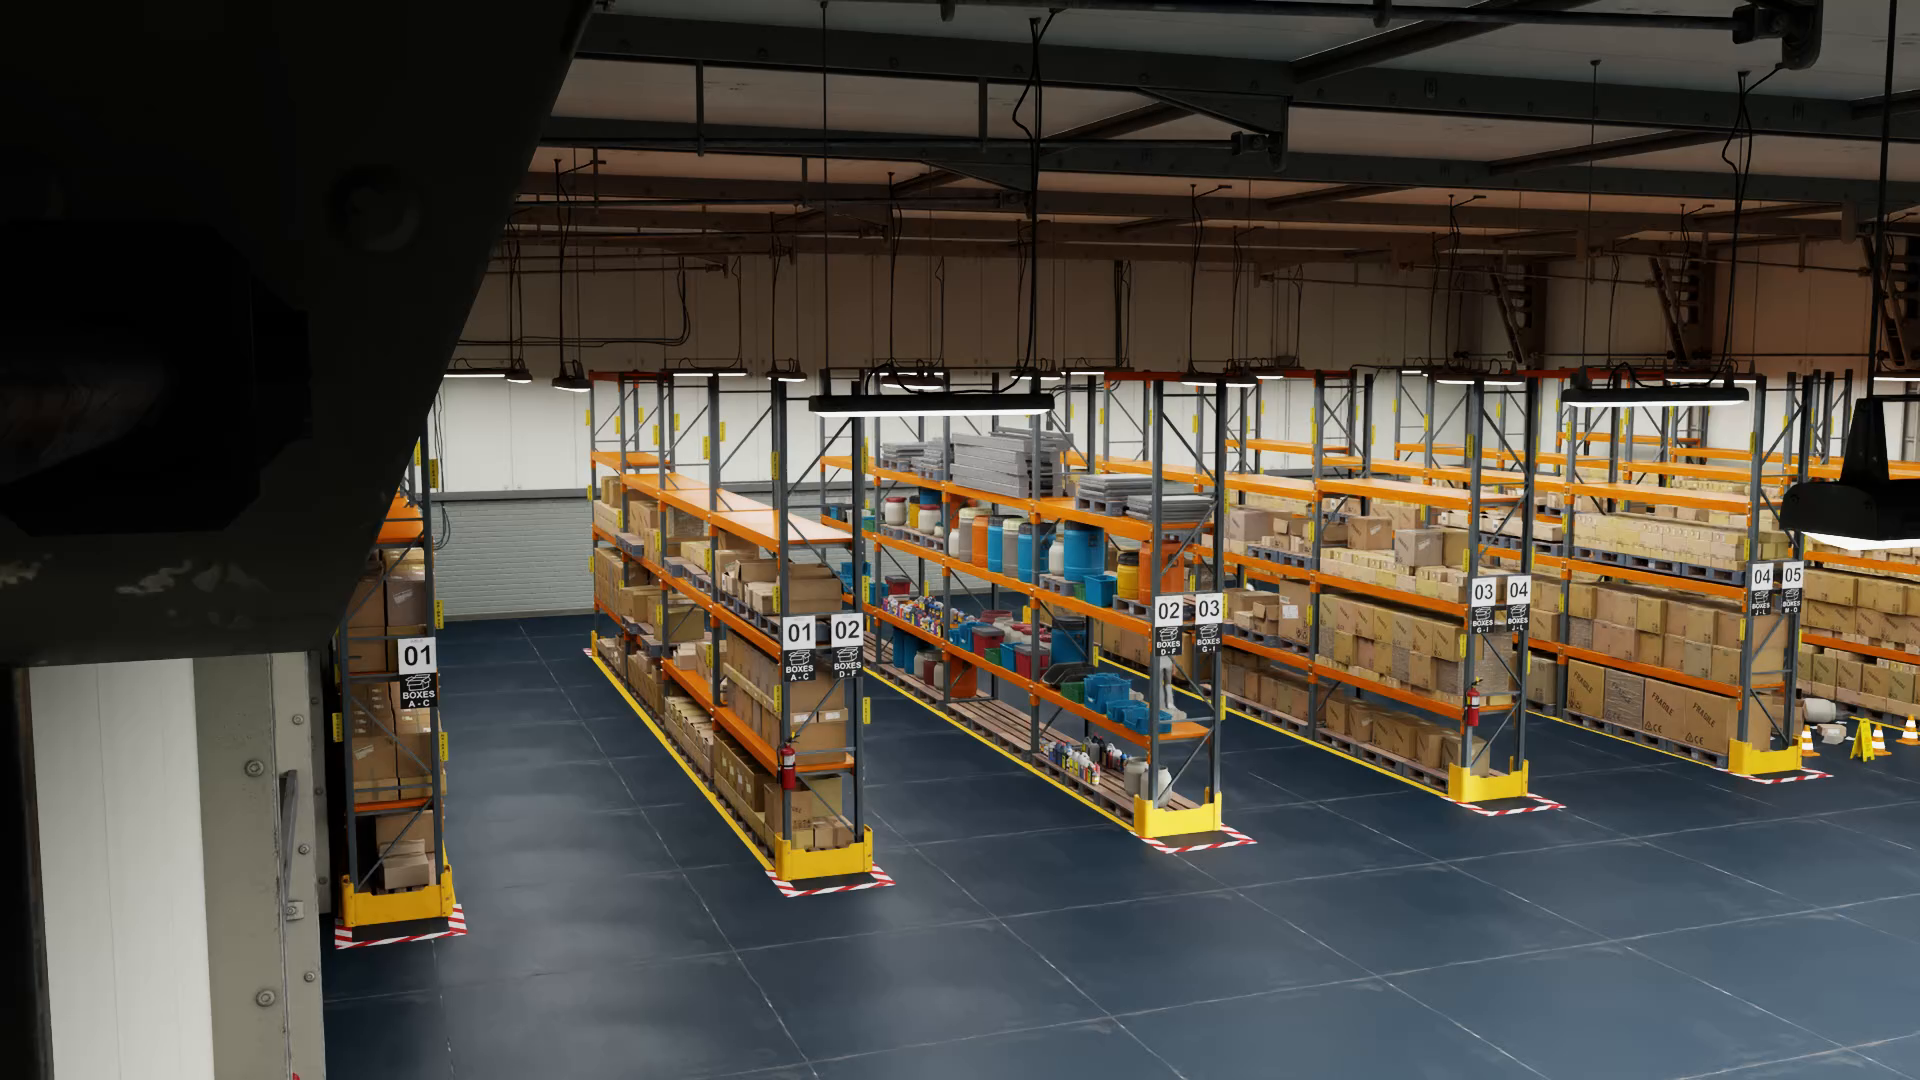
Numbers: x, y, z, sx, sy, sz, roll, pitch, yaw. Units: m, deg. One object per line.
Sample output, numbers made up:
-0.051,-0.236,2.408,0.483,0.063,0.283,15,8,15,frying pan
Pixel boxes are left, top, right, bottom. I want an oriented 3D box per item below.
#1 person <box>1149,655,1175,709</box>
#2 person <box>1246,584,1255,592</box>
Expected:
3.546,2.257,29.069,0.494,1.661,0.471,-1,6,-10,person
5.784,1.746,33.293,0.634,1.712,1.069,-2,7,-17,person
